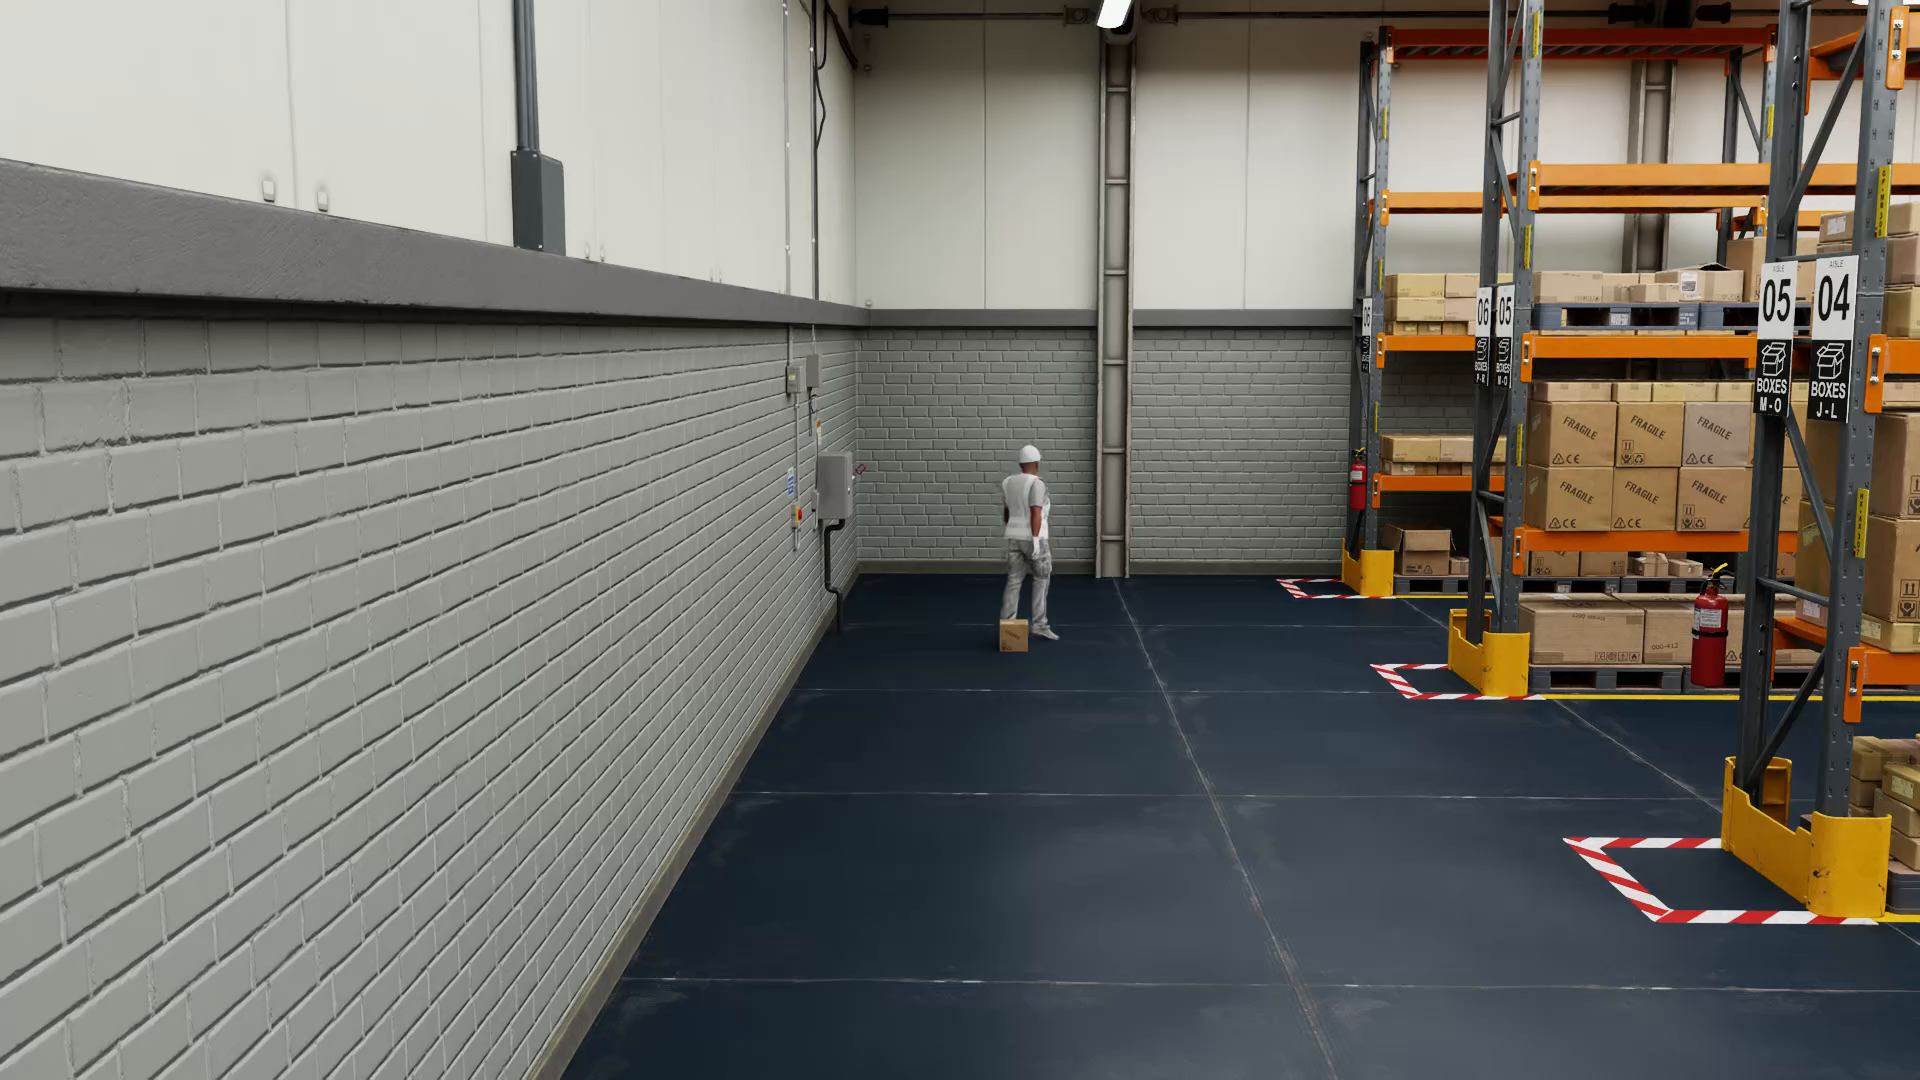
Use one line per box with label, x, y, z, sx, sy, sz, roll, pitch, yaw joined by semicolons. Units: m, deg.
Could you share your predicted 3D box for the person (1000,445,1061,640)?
person;0.566;0.048;15.415;0.585;1.840;0.562;6;9;41
